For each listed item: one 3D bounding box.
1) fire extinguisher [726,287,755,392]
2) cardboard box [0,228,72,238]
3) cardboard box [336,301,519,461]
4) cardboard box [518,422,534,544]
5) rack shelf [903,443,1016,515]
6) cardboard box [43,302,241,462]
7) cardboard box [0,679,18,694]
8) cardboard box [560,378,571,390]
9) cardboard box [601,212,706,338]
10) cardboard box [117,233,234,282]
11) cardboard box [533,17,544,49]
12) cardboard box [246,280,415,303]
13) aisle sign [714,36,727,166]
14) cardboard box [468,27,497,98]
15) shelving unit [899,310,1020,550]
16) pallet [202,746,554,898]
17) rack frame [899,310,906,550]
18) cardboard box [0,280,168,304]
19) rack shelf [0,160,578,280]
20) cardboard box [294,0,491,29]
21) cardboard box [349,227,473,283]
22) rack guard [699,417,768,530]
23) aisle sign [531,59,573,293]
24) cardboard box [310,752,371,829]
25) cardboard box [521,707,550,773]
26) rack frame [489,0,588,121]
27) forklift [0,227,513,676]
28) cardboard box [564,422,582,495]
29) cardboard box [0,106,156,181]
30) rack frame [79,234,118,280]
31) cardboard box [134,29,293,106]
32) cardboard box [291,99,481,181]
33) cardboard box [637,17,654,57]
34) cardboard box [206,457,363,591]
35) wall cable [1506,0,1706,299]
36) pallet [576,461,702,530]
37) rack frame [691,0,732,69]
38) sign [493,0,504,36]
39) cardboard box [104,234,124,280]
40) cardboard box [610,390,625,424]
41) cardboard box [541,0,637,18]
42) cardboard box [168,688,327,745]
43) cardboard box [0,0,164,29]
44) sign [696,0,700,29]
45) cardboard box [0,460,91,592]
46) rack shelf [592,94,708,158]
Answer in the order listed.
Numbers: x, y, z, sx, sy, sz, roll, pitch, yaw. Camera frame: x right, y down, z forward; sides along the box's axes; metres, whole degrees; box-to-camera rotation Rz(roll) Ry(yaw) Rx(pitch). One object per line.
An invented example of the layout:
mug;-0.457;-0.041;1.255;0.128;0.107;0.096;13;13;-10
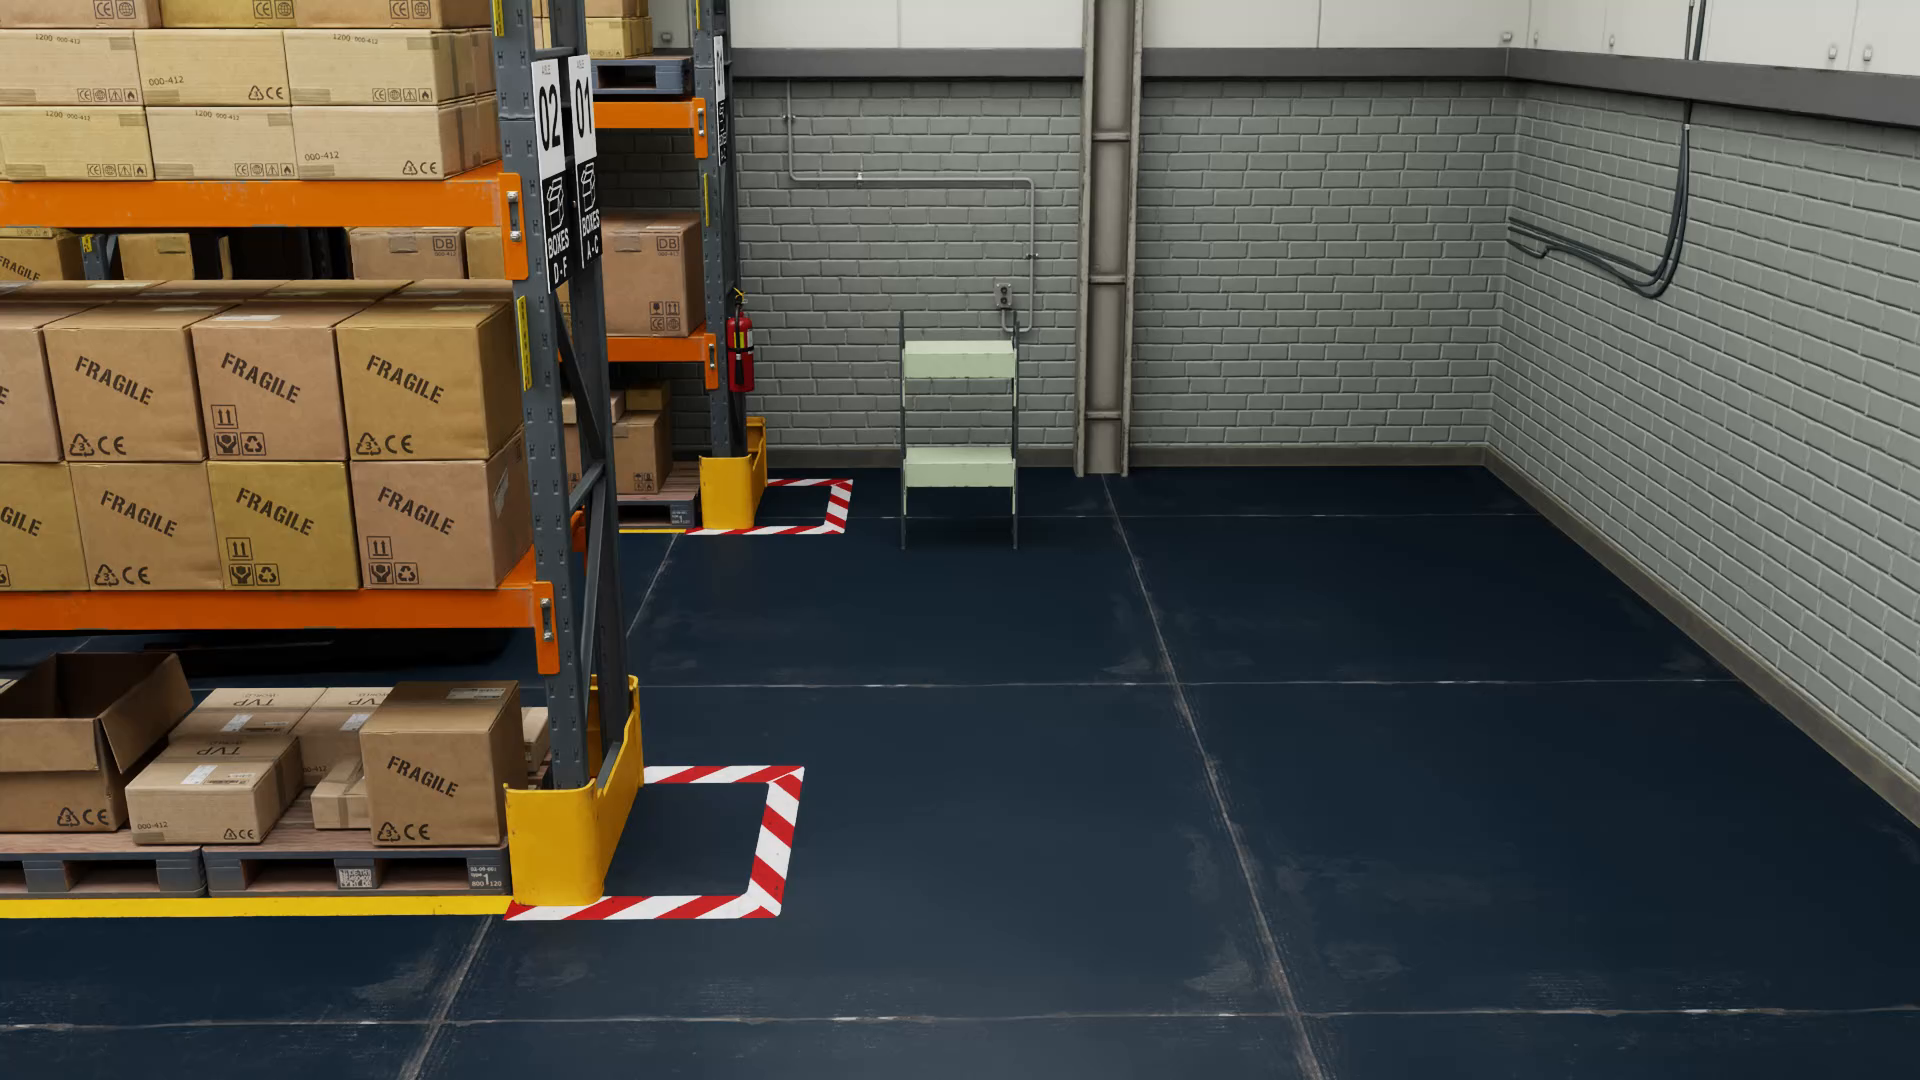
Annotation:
fire extinguisher;-1.456;-1.323;10.998;0.183;0.674;0.296;0;18;-1
cardboard box;-6.076;-2.134;10.877;0.500;0.250;0.500;0;18;0
cardboard box;-1.972;-0.602;6.213;0.500;0.500;0.500;0;18;-1
cardboard box;-1.980;-0.291;6.879;0.500;0.500;0.500;0;18;0
rack shelf;-0.007;-0.404;10.918;0.720;0.370;0.431;0;18;-1
cardboard box;-2.996;-0.595;6.193;0.500;0.500;0.500;0;18;1
cardboard box;-4.216;0.833;7.223;0.500;0.311;0.500;0;18;-1
cardboard box;-2.697;-1.021;11.663;0.250;0.149;0.380;0;18;-1
cardboard box;-2.123;-1.815;11.303;0.700;0.700;0.980;1;18;2
cardboard box;-5.070;-1.799;11.253;0.700;0.700;0.980;0;18;0
cardboard box;-2.862;-3.194;10.579;0.500;0.250;0.500;-1;18;-3
cardboard box;-2.502;-0.762;6.711;0.500;0.500;0.500;0;18;0
aisle sign;-1.537;-2.824;10.684;0.004;0.787;0.394;0;18;-1
cardboard box;-2.049;-1.836;6.378;0.500;0.250;0.500;0;18;-1
shelving unit;-0.007;-0.714;10.818;0.755;1.500;0.431;0;18;-1
pallet;-2.405;1.168;7.062;1.213;0.211;1.003;0;18;-1
rack frame;-0.373;-0.712;10.813;0.023;1.500;0.400;0;18;-1
cardboard box;-3.510;-0.758;6.700;0.500;0.500;0.500;0;18;-1
rack shelf;-3.531;-1.241;6.271;4.000;0.370;1.077;0;18;-1
cardboard box;-2.045;-2.109;6.000;0.500;0.500;0.700;0;18;-1
cardboard box;-3.613;-1.807;11.279;0.700;0.700;0.980;-1;18;-4
rack guard;-1.590;-0.487;11.748;0.348;0.500;1.175;0;18;-1
aisle sign;-1.459;-1.309;5.962;0.004;0.787;0.394;0;18;-1
cardboard box;-2.478;1.027;6.852;0.250;0.166;0.380;0;18;-1
cardboard box;-1.956;0.881;7.339;0.250;0.149;0.380;0;18;-1
rack frame;-1.532;-3.021;5.733;0.127;3.000;1.000;0;18;-1
forklift;-4.020;-0.841;8.870;3.031;2.935;1.130;-2;18;-6
cardboard box;-2.812;-0.651;11.570;0.500;0.500;0.700;0;18;-1
cardboard box;-3.041;-1.433;5.939;0.500;0.250;0.500;0;18;-1
rack frame;-5.613;-1.658;11.306;0.127;3.000;1.000;0;18;-1
cardboard box;-2.541;-1.677;5.880;0.500;0.250;0.500;0;18;-1
cardboard box;-2.041;-1.438;5.956;0.500;0.250;0.500;0;18;-1
cardboard box;-2.347;-3.353;11.074;0.500;0.250;0.500;1;18;2
cardboard box;-2.494;-0.123;6.358;0.500;0.500;0.500;0;18;0
wall cable;4.047;-2.974;10.669;0.112;2.526;3.097;0;18;-1
pallet;-2.412;-0.322;11.706;1.213;0.211;1.003;0;18;-1
rack frame;-1.614;-4.534;10.450;0.127;3.000;1.000;0;18;-1
sign;-1.543;-1.845;5.528;0.005;0.325;0.100;0;18;-1
cardboard box;-6.077;-1.932;11.475;0.500;0.500;0.500;-1;18;-3
cardboard box;-2.437;-0.906;11.303;0.250;0.149;0.380;0;18;-2
cardboard box;-2.341;-3.552;10.466;0.500;0.500;0.500;0;18;-1
cardboard box;-3.080;0.856;7.249;0.500;0.250;0.500;0;18;-1
cardboard box;-3.045;-2.097;5.964;0.500;0.500;0.700;0;18;-1
sign;-1.619;-3.324;10.268;0.005;0.325;0.100;0;18;-1
cardboard box;-3.497;-0.120;6.348;0.500;0.500;0.500;-1;18;-2
rack shelf;-3.613;-2.754;10.988;4.000;0.370;1.077;0;18;-1
